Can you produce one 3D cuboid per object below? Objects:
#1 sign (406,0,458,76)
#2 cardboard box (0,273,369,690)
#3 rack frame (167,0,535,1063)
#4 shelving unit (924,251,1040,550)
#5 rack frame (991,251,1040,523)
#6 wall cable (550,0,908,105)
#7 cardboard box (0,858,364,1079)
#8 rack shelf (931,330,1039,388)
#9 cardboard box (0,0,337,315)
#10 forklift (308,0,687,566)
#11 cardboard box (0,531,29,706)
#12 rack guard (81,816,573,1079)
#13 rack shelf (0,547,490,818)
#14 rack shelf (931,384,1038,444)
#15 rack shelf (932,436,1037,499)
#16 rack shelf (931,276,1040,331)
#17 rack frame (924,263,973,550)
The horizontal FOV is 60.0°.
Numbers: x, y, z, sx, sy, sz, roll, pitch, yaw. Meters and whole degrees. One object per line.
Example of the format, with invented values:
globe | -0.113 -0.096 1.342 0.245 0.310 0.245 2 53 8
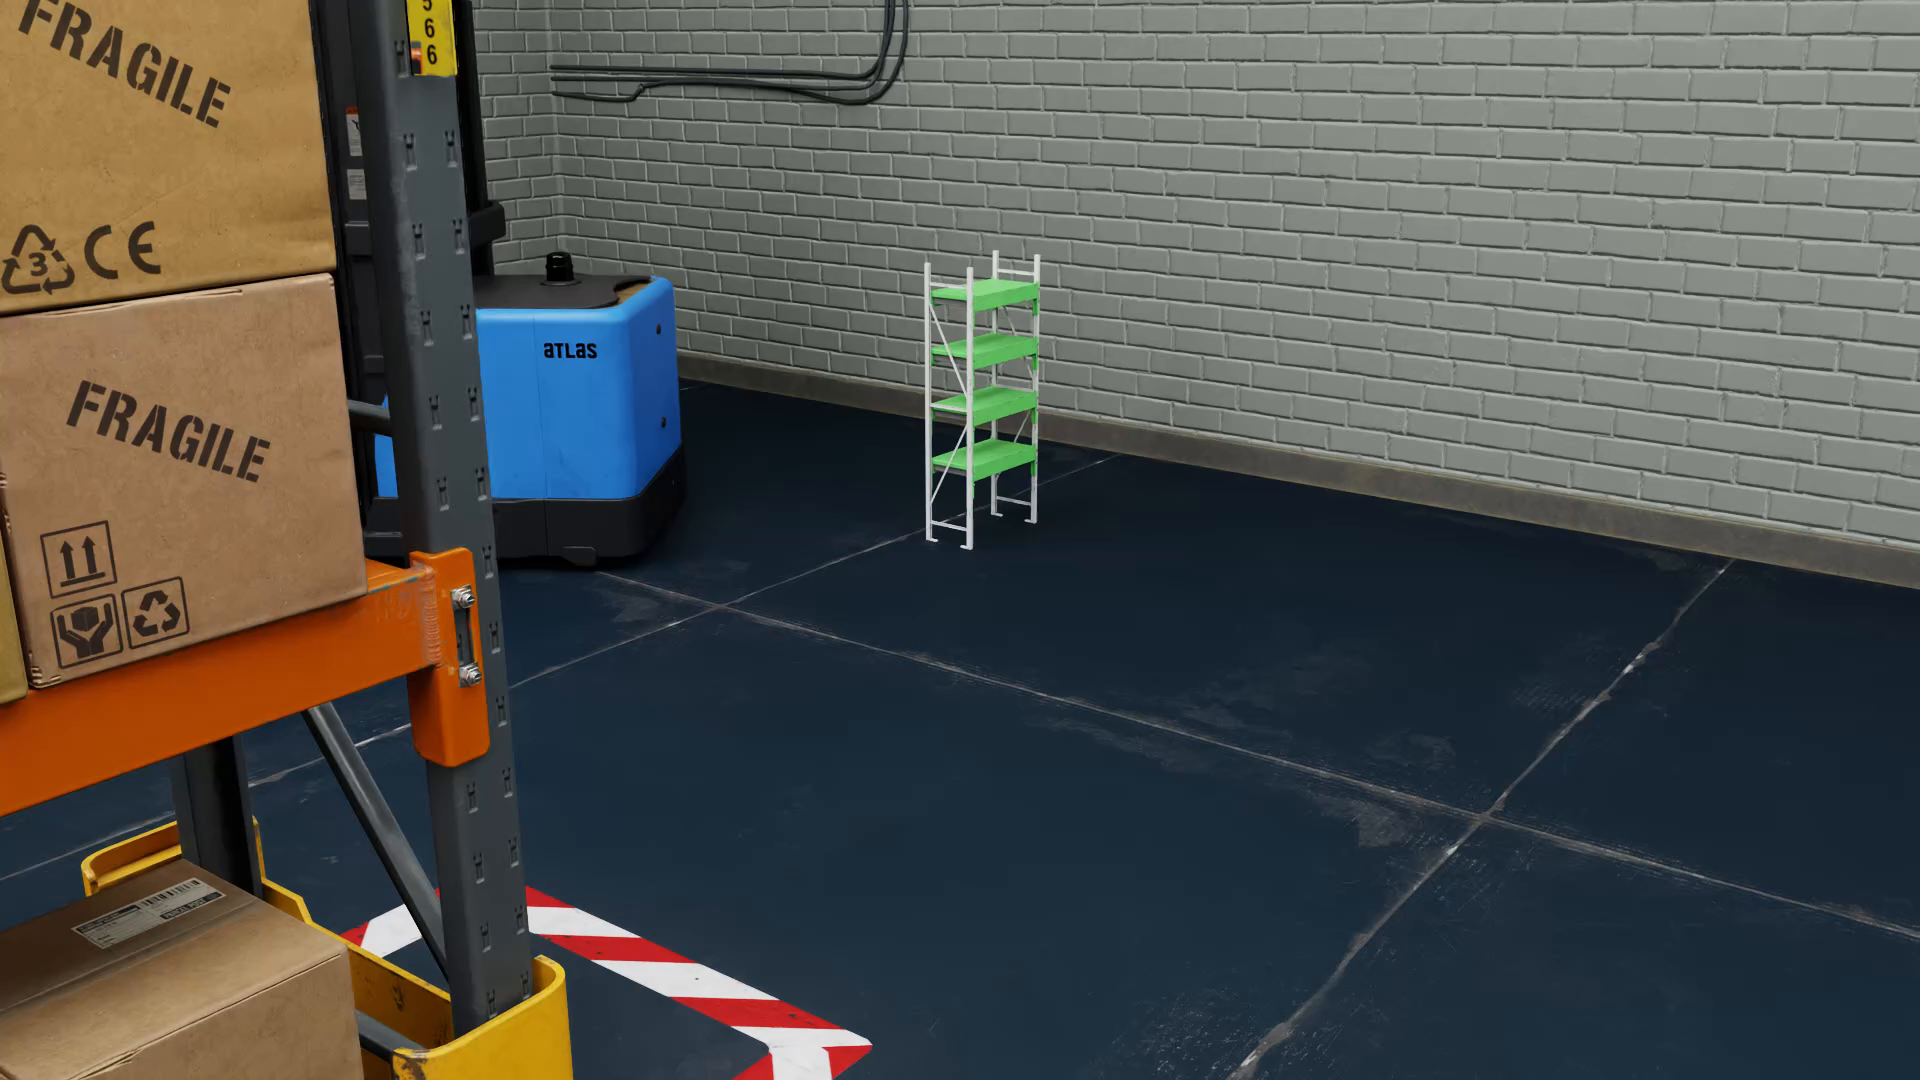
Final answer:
sign | -0.782 -0.848 2.431 0.100 0.325 0.005 12 21 35
cardboard box | -1.264 -0.140 2.468 0.500 0.500 0.500 13 22 36
rack frame | -1.216 -0.247 2.981 1.000 3.000 0.127 12 21 35
shelving unit | 0.099 -0.612 7.193 0.258 1.200 0.503 12 21 35
rack frame | 0.244 -0.671 7.380 0.240 1.200 0.015 12 21 35
wall cable | -1.540 -3.788 9.503 3.097 2.526 0.112 12 21 35
cardboard box | -1.342 0.910 2.730 0.500 0.500 0.500 12 21 35
rack shelf | 0.099 -0.781 7.141 0.258 0.148 0.480 12 21 35
cardboard box | -1.261 -0.618 2.320 0.500 0.500 0.500 12 21 34
forklift | -2.793 -1.435 6.922 3.031 2.935 1.130 1 17 2
cardboard box | -1.571 -0.016 2.068 0.500 0.500 0.500 13 21 35
rack guard | -1.261 0.965 3.294 1.175 0.500 0.348 12 21 35
rack shelf | -2.408 0.573 1.554 1.077 0.370 4.000 12 21 35
rack shelf | 0.099 -0.551 7.212 0.258 0.148 0.480 12 21 35
rack shelf | 0.099 -0.322 7.283 0.258 0.148 0.480 12 21 35
rack shelf | 0.099 -1.010 7.069 0.258 0.148 0.480 12 21 35
rack frame | -0.047 -0.554 7.006 0.240 1.200 0.015 12 21 35
